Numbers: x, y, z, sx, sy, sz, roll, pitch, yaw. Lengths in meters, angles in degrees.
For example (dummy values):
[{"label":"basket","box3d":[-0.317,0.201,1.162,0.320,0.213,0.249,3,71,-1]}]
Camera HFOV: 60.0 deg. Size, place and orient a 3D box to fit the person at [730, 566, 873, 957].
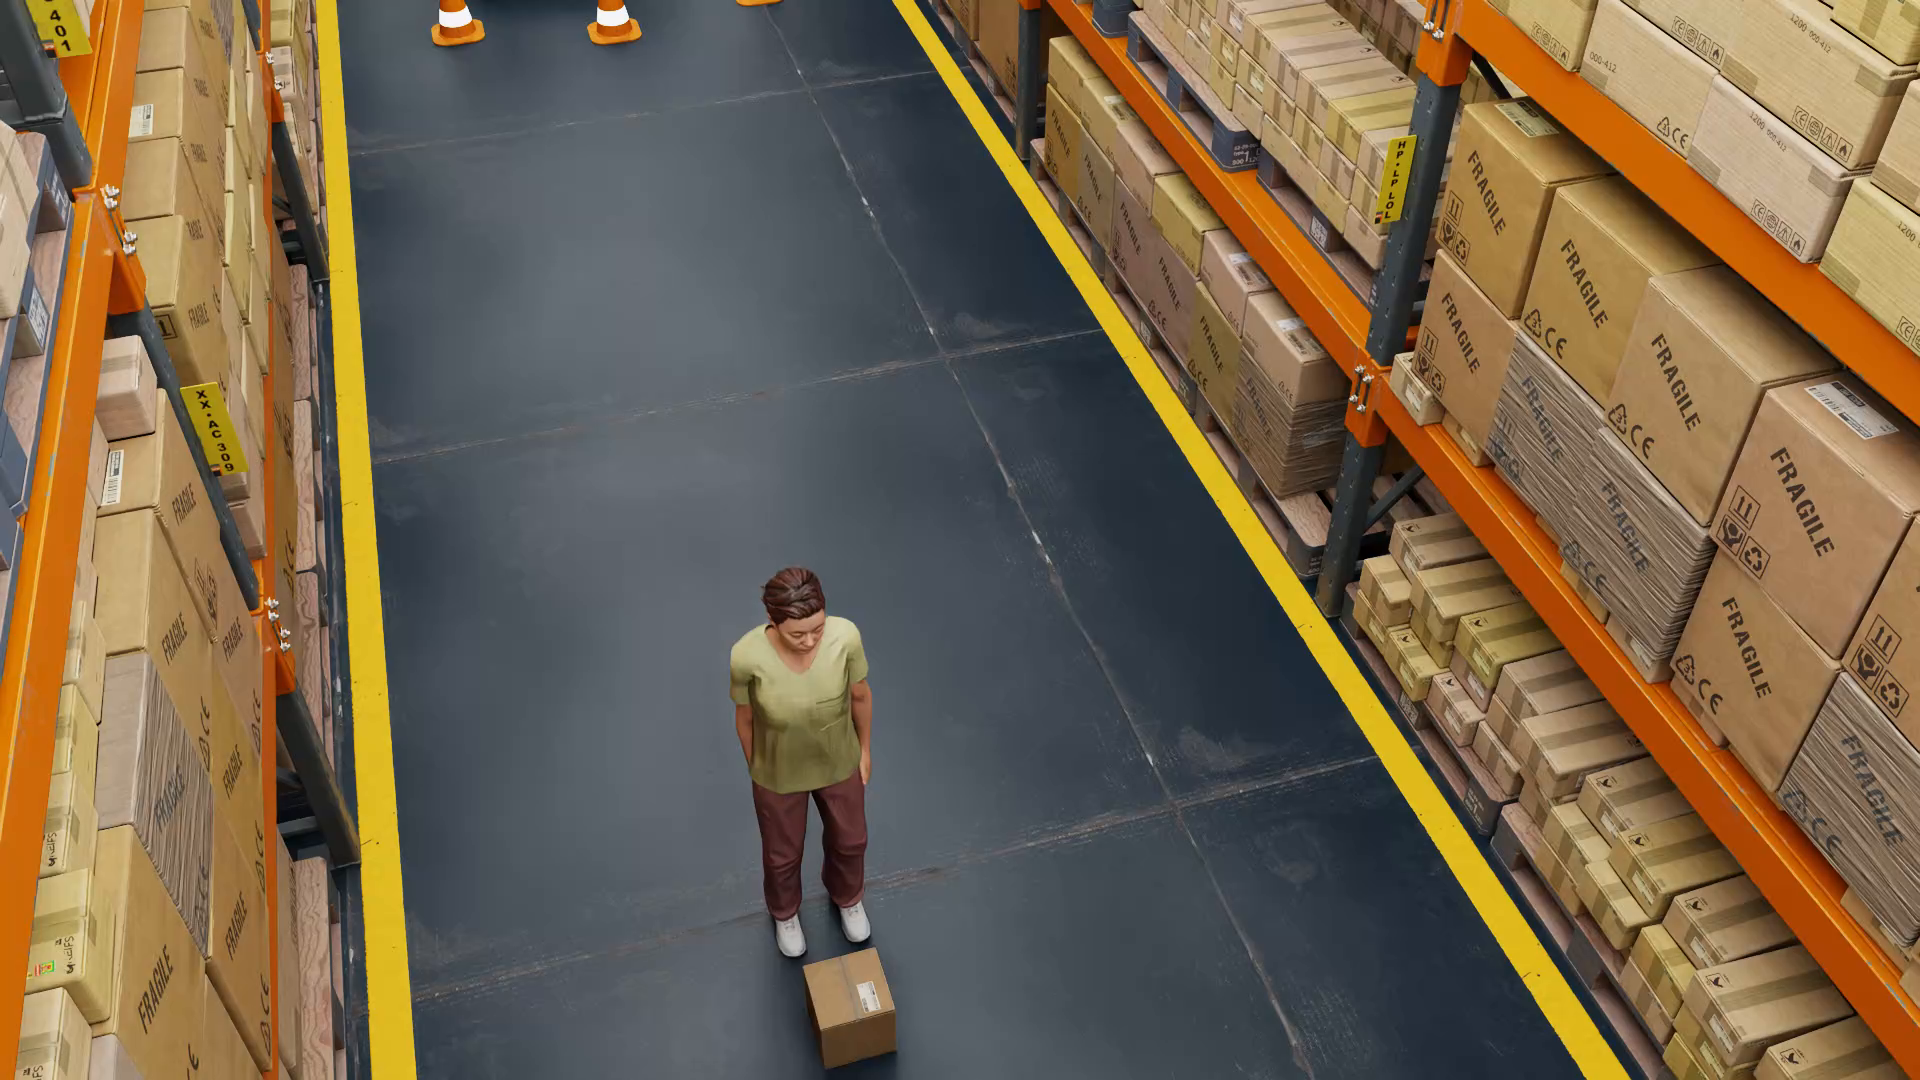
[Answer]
[{"label":"person","box3d":[-0.489,0.808,5.474,0.444,1.413,0.364,-11,44,-12]}]
